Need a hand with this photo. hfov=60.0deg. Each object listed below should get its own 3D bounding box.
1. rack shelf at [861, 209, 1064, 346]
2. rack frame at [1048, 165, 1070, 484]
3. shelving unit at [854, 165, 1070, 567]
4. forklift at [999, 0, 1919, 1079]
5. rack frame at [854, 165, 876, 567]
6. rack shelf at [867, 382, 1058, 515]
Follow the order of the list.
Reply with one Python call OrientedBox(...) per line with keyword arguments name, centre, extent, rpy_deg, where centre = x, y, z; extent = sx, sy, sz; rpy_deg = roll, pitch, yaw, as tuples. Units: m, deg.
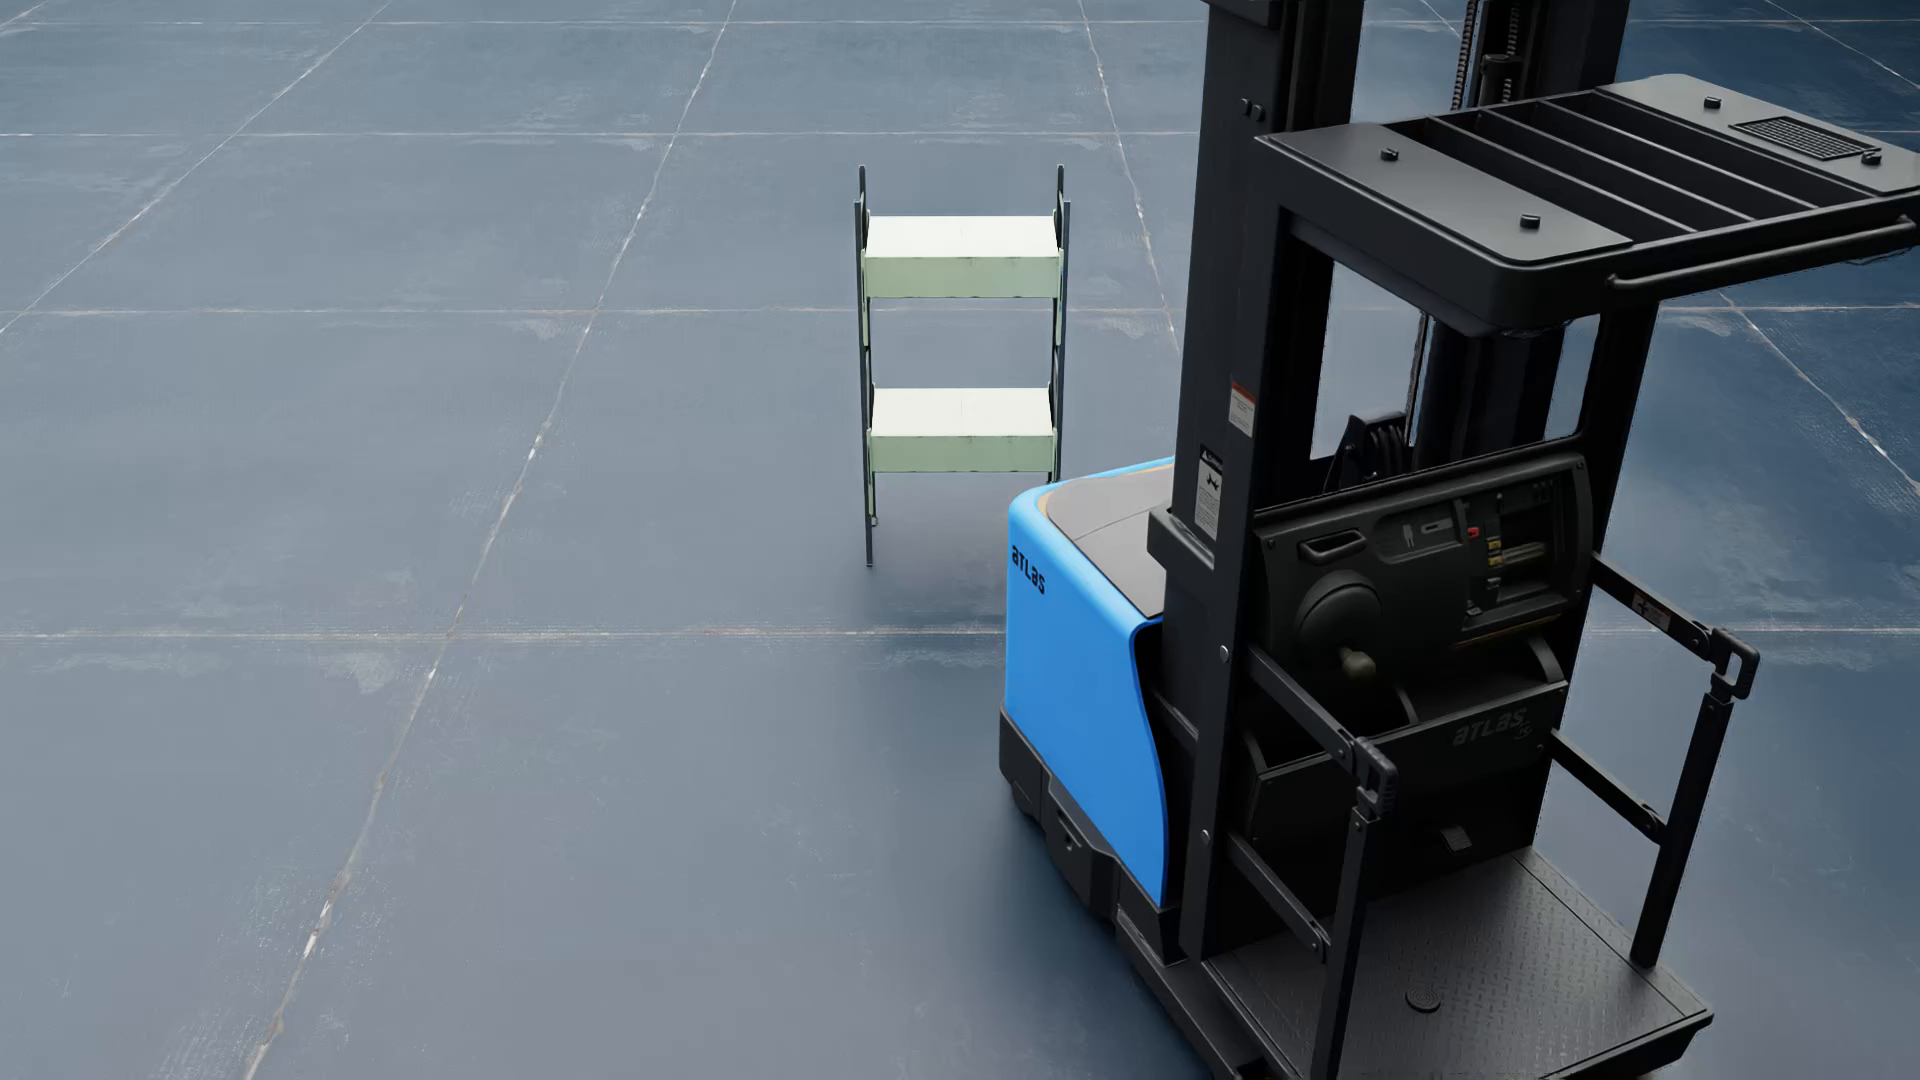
OrientedBox(name="rack shelf", centre=(0.007, -0.975, 6.159), extent=(0.720, 0.370, 0.431), rpy_deg=(0, 31, 0))
OrientedBox(name="rack frame", centre=(0.373, -0.642, 6.363), extent=(0.023, 1.500, 0.400), rpy_deg=(0, 31, 0))
OrientedBox(name="shelving unit", centre=(0.007, -0.641, 6.361), extent=(0.755, 1.500, 0.431), rpy_deg=(0, 31, 0))
OrientedBox(name="forklift", centre=(1.194, 0.116, 3.733), extent=(1.130, 2.935, 3.031), rpy_deg=(-13, 34, -21))
OrientedBox(name="rack frame", centre=(-0.359, -0.640, 6.359), extent=(0.023, 1.500, 0.400), rpy_deg=(0, 31, 0))
OrientedBox(name="rack shelf", centre=(0.007, -0.363, 6.530), extent=(0.720, 0.370, 0.431), rpy_deg=(0, 31, 0))
